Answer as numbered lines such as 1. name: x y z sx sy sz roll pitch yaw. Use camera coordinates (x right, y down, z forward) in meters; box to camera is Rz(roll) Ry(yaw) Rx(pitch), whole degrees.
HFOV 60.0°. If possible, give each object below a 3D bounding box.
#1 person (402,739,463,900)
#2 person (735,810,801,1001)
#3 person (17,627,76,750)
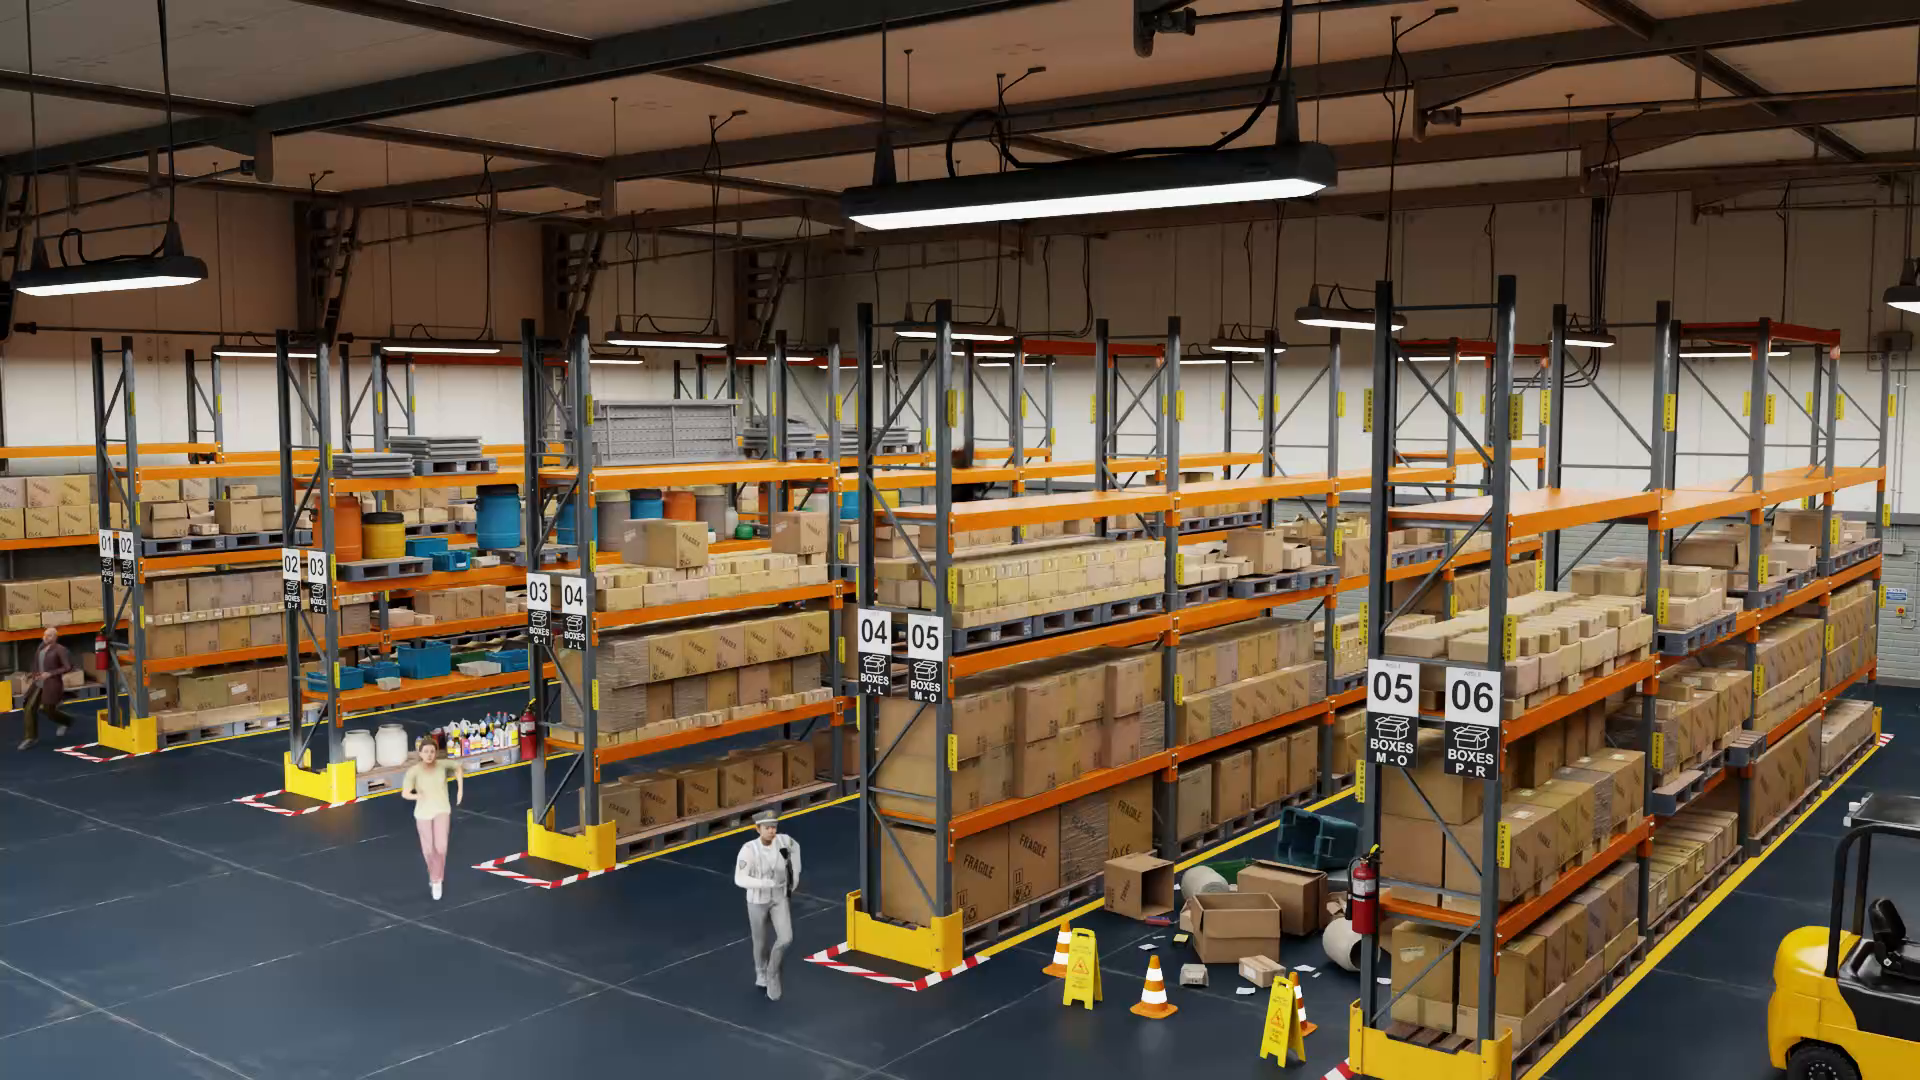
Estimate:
1. person: -5.417 2.847 17.104 0.604 1.646 0.781 -2 5 -18
2. person: -1.626 3.086 14.196 0.635 1.666 0.780 -2 5 -21
3. person: -13.454 2.167 24.629 0.744 1.775 0.953 1 5 15
